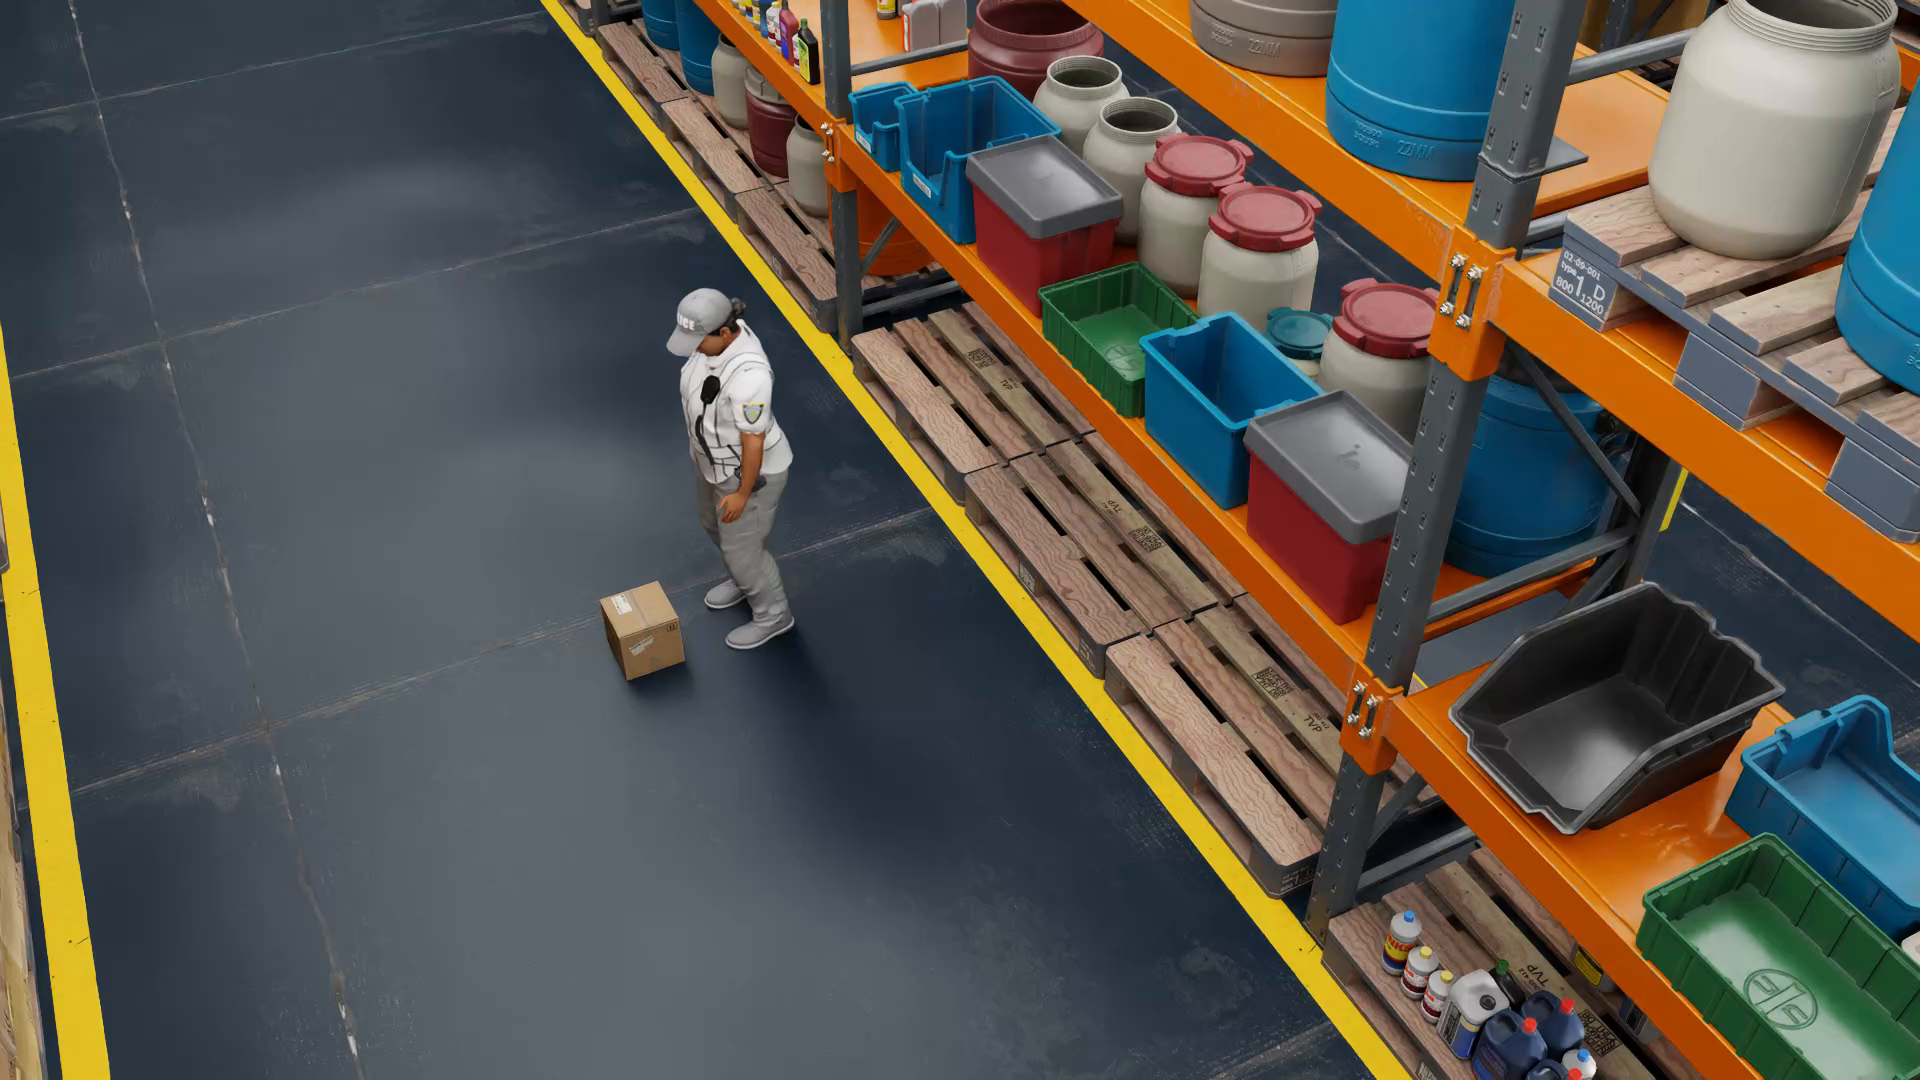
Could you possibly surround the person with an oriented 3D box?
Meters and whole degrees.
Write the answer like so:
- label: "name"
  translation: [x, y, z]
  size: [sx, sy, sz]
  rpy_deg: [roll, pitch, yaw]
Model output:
- label: "person"
  translation: [-0.873, -0.283, 6.499]
  size: [0.419, 1.646, 0.480]
  rpy_deg: [-18, 45, -19]
